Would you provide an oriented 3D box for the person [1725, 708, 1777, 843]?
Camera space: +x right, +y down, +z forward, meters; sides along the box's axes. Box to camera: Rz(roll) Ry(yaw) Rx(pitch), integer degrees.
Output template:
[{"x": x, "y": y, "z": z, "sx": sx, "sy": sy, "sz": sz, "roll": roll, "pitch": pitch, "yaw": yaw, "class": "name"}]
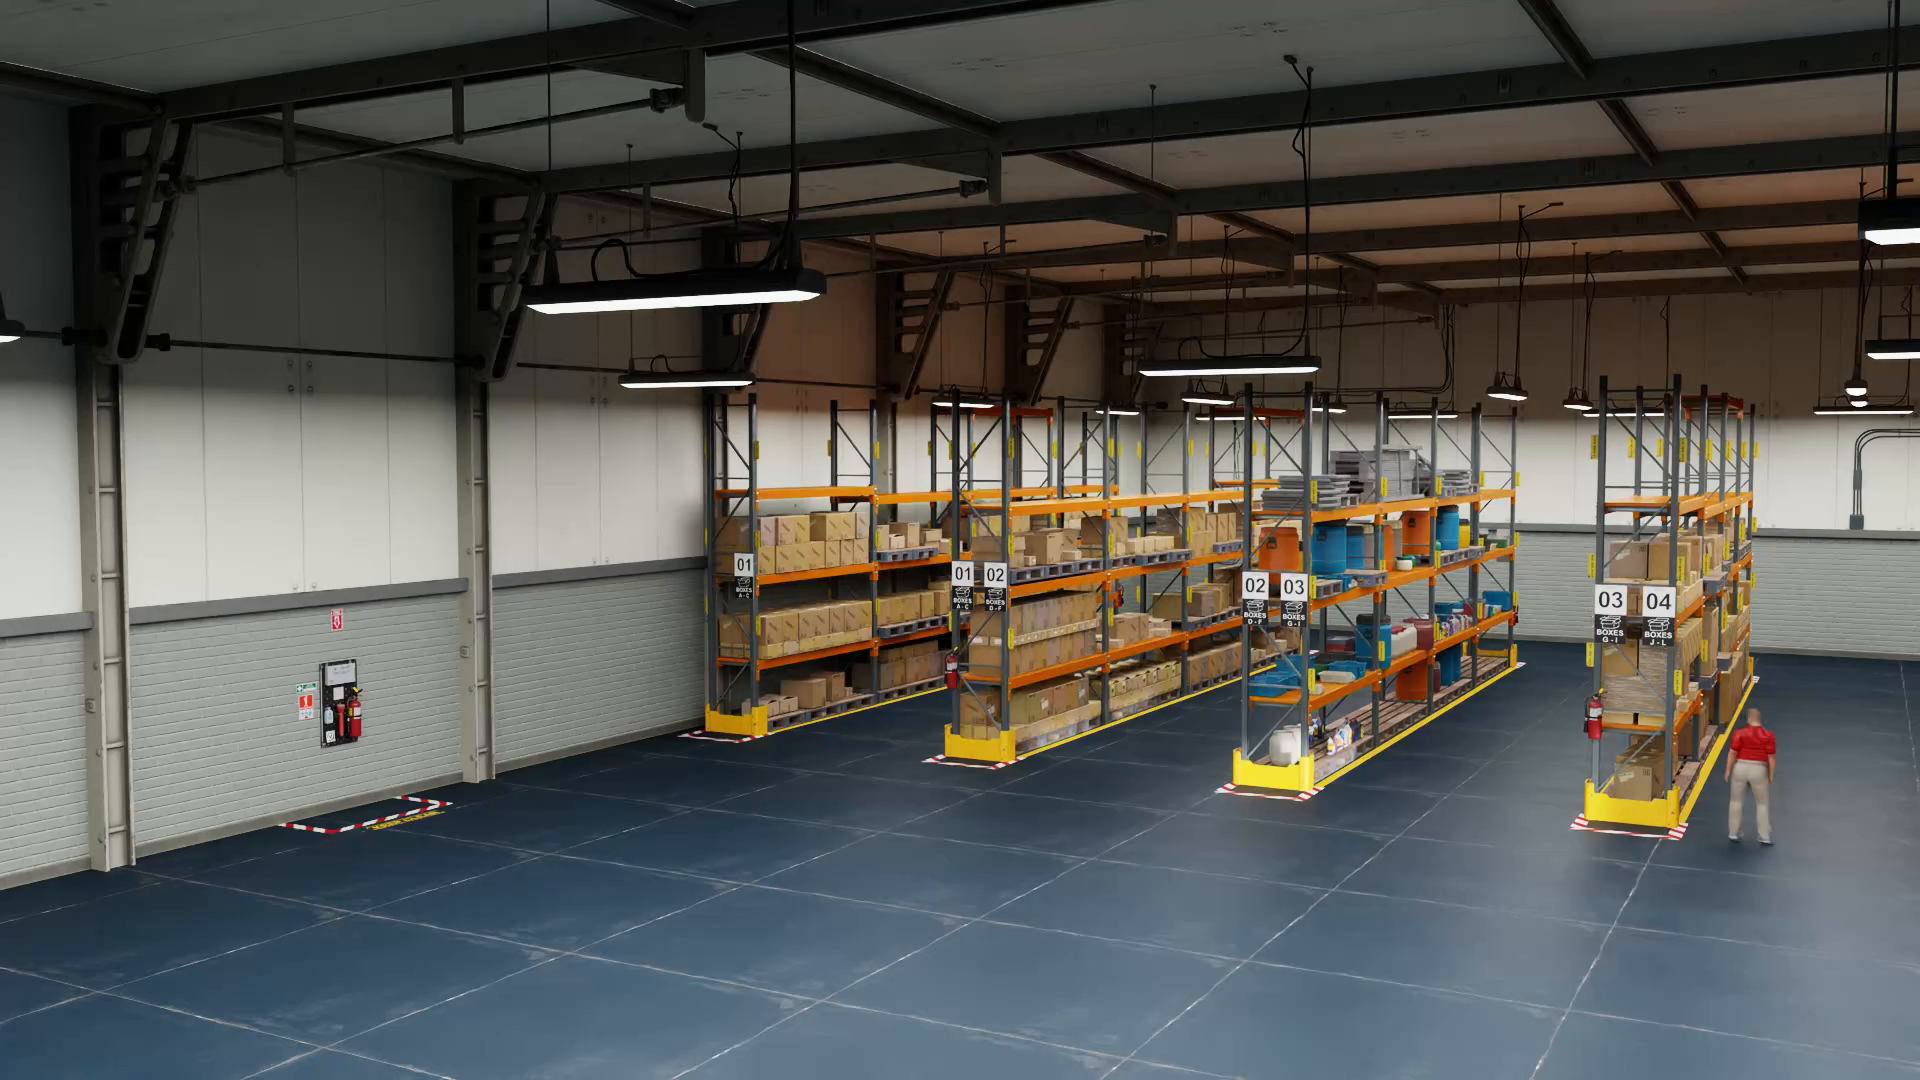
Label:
[{"x": 10.115, "y": 2.997, "z": 21.256, "sx": 0.596, "sy": 1.733, "sz": 0.492, "roll": 2, "pitch": 4, "yaw": 37, "class": "person"}]
